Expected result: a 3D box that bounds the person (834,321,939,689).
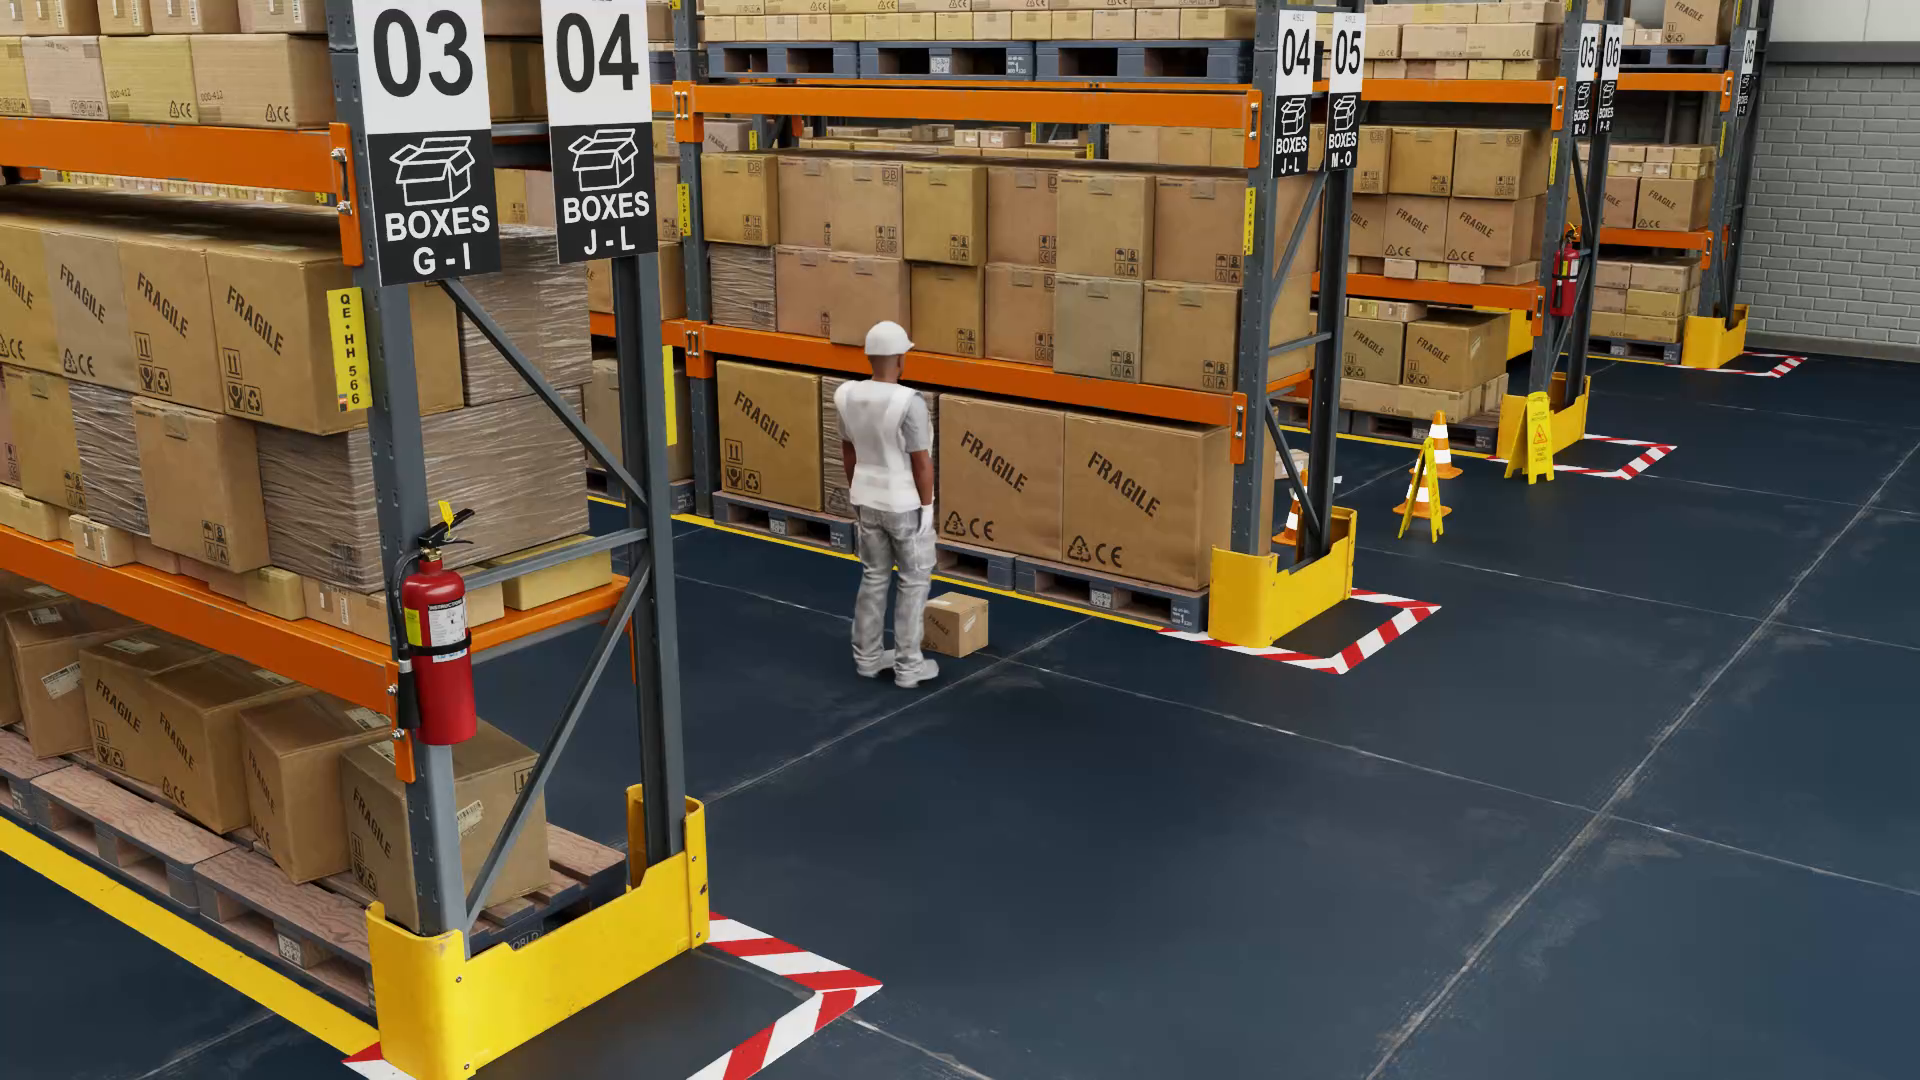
[{"bbox_3d":[-0.341,-0.180,8.118,0.546,1.778,0.356,12,20,36],"label":"person"}]
